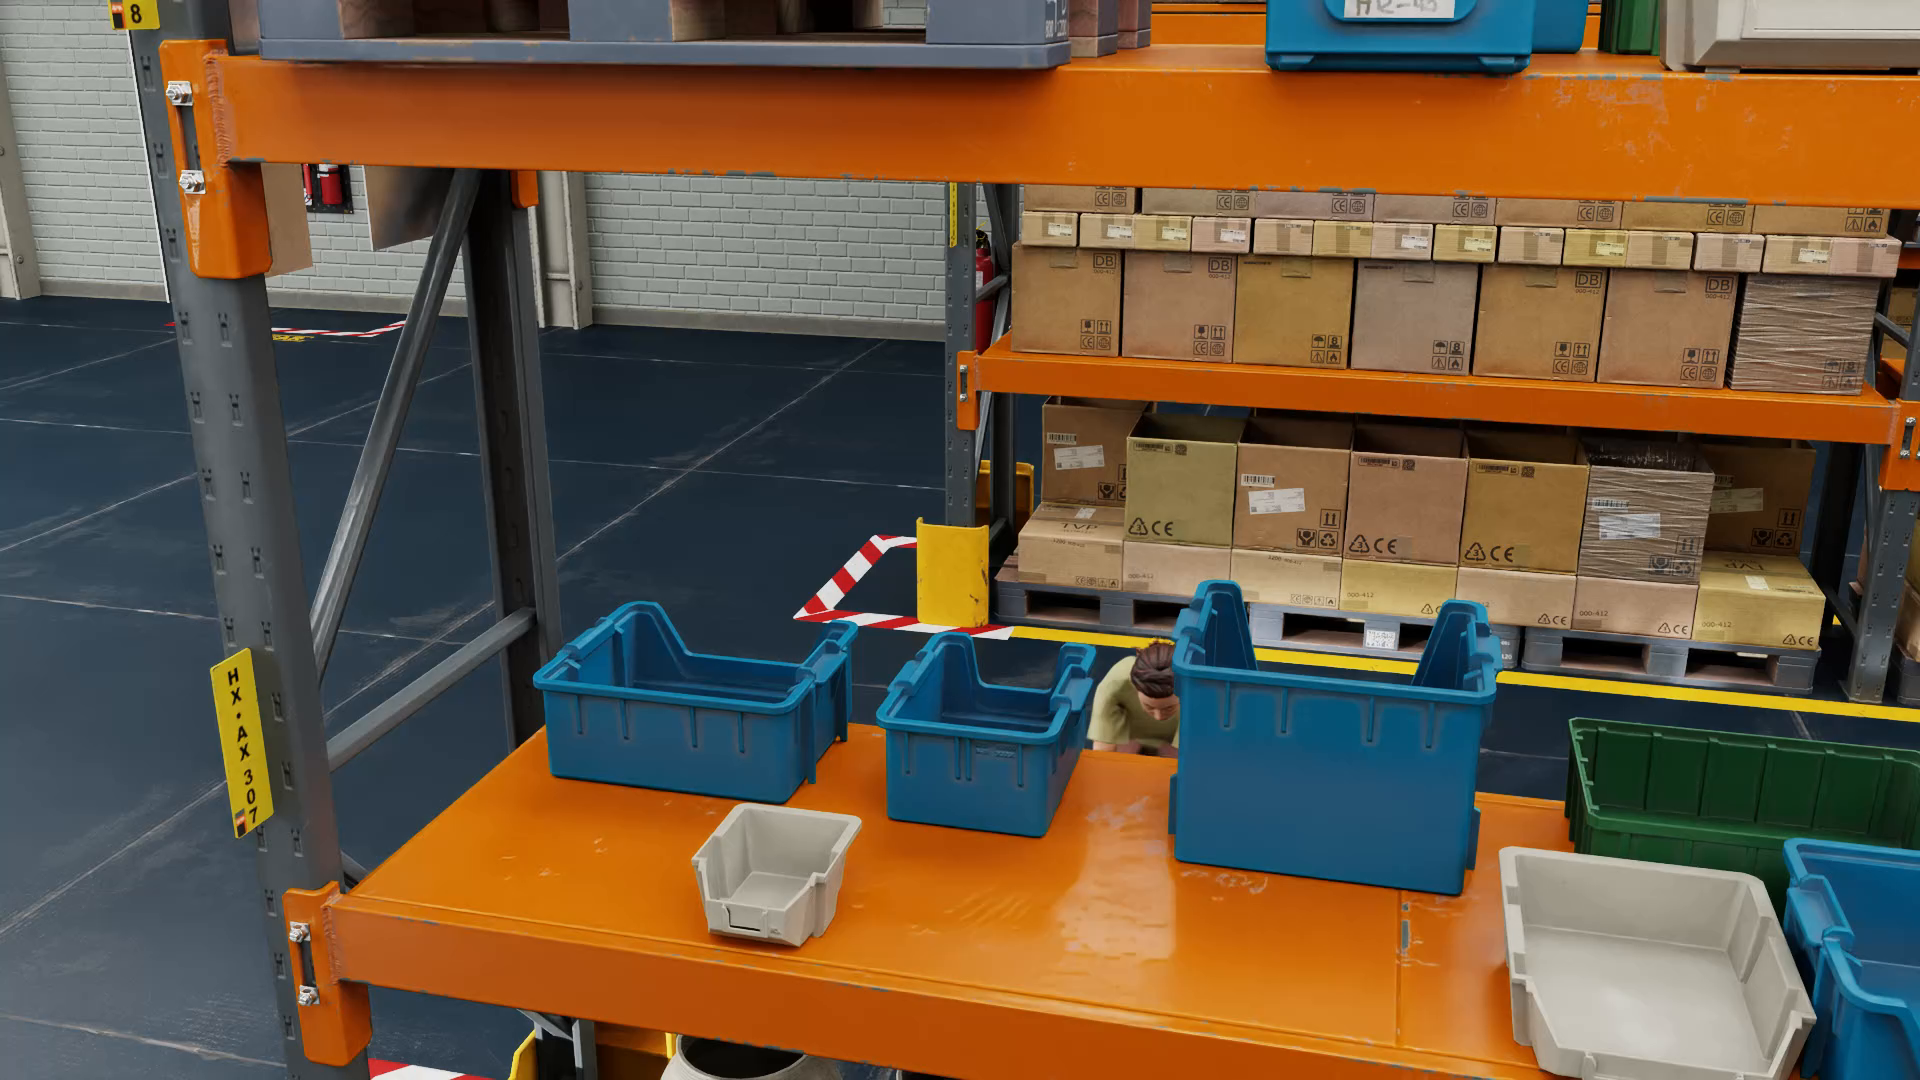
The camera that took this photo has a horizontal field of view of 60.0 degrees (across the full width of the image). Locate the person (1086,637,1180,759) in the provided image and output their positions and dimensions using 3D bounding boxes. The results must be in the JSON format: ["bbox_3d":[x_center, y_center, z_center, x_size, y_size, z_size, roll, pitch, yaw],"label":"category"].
[{"bbox_3d":[0.641,0.709,5.602,0.469,0.943,0.807,4,19,13],"label":"person"}]
